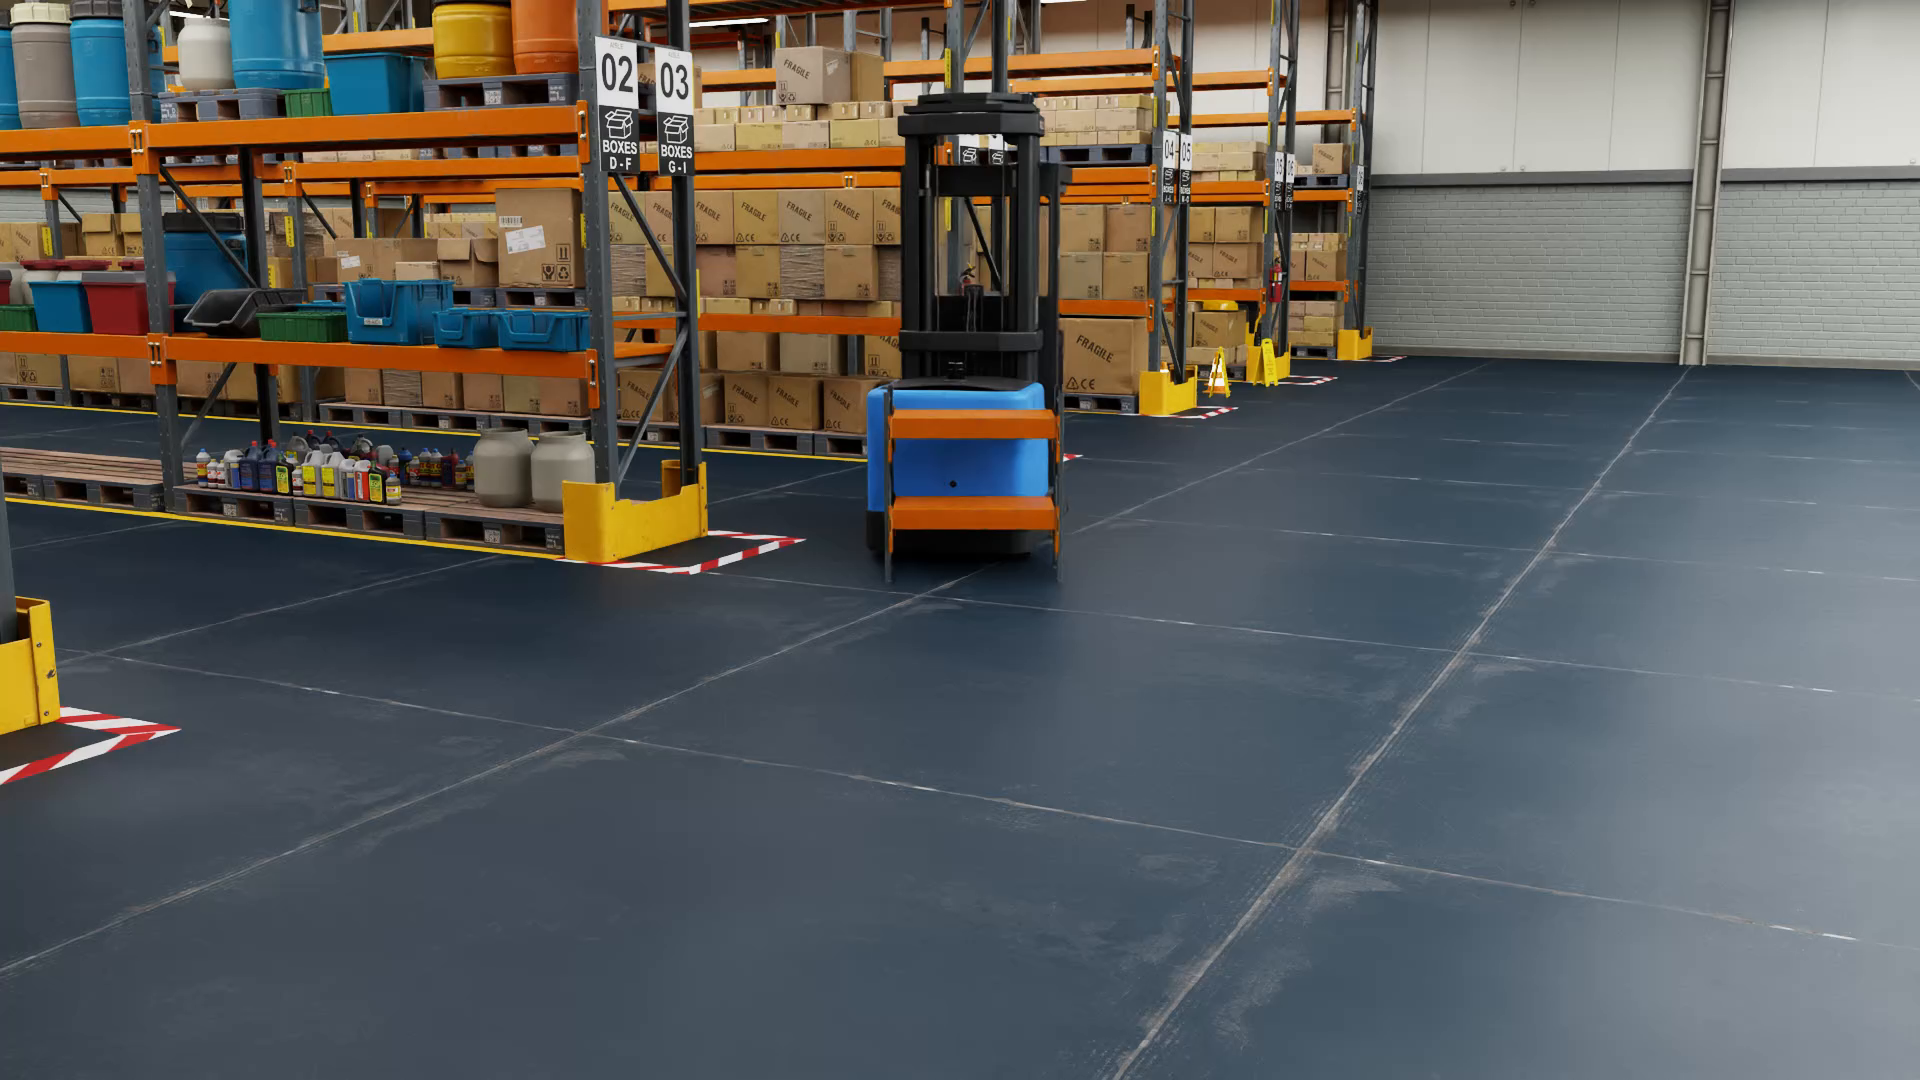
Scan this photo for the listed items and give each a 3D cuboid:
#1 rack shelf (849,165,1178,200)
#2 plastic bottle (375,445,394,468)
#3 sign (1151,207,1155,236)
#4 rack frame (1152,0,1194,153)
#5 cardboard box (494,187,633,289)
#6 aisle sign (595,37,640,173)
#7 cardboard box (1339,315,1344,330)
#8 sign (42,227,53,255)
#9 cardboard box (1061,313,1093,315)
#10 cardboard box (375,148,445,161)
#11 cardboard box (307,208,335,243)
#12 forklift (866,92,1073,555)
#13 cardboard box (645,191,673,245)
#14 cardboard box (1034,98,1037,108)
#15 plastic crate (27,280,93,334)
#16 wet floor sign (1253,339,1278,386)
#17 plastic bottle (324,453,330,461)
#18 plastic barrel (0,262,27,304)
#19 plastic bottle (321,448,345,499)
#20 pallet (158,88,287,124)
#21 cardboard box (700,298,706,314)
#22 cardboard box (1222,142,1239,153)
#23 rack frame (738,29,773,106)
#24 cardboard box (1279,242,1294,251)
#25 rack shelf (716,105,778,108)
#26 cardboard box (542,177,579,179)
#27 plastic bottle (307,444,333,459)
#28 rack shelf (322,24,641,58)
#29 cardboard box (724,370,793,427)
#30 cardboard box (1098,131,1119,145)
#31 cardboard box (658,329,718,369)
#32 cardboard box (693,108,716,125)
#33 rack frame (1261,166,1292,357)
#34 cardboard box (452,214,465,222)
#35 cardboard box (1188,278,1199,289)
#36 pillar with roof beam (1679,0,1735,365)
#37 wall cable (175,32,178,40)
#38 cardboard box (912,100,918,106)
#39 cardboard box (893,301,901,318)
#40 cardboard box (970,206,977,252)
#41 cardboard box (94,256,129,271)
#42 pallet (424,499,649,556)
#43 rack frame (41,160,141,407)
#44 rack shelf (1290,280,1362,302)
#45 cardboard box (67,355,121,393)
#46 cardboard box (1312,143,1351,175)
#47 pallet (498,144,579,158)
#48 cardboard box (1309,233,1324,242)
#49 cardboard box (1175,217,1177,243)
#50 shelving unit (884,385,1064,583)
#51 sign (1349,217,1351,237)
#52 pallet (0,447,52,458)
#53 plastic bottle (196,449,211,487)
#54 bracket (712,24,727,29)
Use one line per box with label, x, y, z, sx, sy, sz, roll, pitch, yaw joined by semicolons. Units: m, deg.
rack shelf;0.652;-4.291;20.112;4.000;0.370;1.077;5;11;26
plastic bottle;-4.308;-0.568;12.361;0.135;0.276;0.152;5;12;27
sign;2.193;-3.612;18.847;0.005;0.325;0.100;5;11;26
rack frame;2.445;-5.963;18.910;0.127;3.000;1.000;5;11;26
cardboard box;-4.078;-3.129;17.232;1.000;1.000;1.000;5;11;26
aisle sign;-2.099;-2.662;10.216;0.004;0.787;0.394;5;11;26
cardboard box;6.408;-3.772;28.789;0.500;0.250;0.500;5;12;27
sign;-10.846;-3.549;19.762;0.005;0.325;0.100;5;11;26
cardboard box;1.853;-3.217;25.021;0.500;0.500;0.500;6;12;28
cardboard box;-5.780;-4.102;17.472;0.500;0.250;0.500;5;12;27
cardboard box;-9.323;-4.678;24.731;0.500;0.500;0.500;5;11;24
forklift;0.184;-1.565;11.646;1.130;2.935;3.031;2;10;11
cardboard box;-2.687;-3.114;16.092;0.500;0.500;0.500;5;11;26
cardboard box;0.853;-5.084;19.483;0.250;0.149;0.380;5;11;25
plastic crate;-6.746;-1.780;12.689;0.575;0.384;0.392;5;11;26
wet floor sign;4.242;-2.465;23.039;0.267;0.644;0.232;-10;14;-43
plastic bottle;-4.485;-0.475;11.842;0.135;0.276;0.152;5;11;26
plastic barrel;-7.811;-2.041;13.771;0.421;0.512;0.421;0;10;0
plastic bottle;-4.361;-0.471;11.613;0.185;0.351;0.144;6;12;28
pallet;-4.929;-3.093;12.004;1.003;0.211;1.213;5;11;26
cardboard box;-2.478;-2.272;16.066;0.250;0.149;0.380;5;11;26
cardboard box;3.897;-5.560;23.574;0.250;0.149;0.380;5;12;27
rack frame;-4.024;-8.500;32.929;0.127;3.000;1.000;5;11;26
cardboard box;5.638;-5.020;28.445;0.250;0.149;0.380;5;11;25
rack shelf;-4.423;-6.999;27.776;4.000;0.370;1.077;5;11;26
cardboard box;-5.354;-5.171;22.676;0.500;0.500;0.500;5;11;26
plastic bottle;-4.785;-0.582;12.434;0.135;0.276;0.152;5;11;26
rack shelf;-5.221;-5.101;17.289;4.000;0.370;1.077;5;11;26
cardboard box;-1.978;-1.400;16.385;0.500;0.500;0.500;4;11;21
cardboard box;1.771;-4.611;19.109;0.250;0.149;0.380;5;11;26
cardboard box;-3.437;-2.610;22.368;0.750;0.750;1.050;5;11;27
cardboard box;-2.330;-3.983;15.696;0.250;0.149;0.380;5;11;25
rack frame;4.545;-3.810;23.856;0.127;3.000;1.000;5;11;26
cardboard box;-8.915;-5.793;29.904;0.250;0.149;0.380;5;11;24
cardboard box;3.374;-3.723;24.081;0.250;0.149;0.380;5;12;27
pillar with roof beam;9.988;-6.593;22.391;0.400;9.000;9.100;5;11;26
wall cable;-15.030;-8.426;32.516;0.029;3.000;0.463;5;11;26
cardboard box;-0.227;-3.797;14.667;0.250;0.149;0.380;5;11;26
cardboard box;-0.411;-2.112;15.185;0.250;0.149;0.380;5;11;26
cardboard box;0.142;-3.808;20.392;0.550;0.550;0.875;5;11;26
cardboard box;-9.848;-3.106;19.688;0.500;0.500;0.500;5;11;26
pallet;-2.847;-0.127;11.339;1.213;0.211;1.003;5;11;26
rack frame;-10.602;-3.172;20.336;0.127;3.000;1.000;5;11;26
rack shelf;4.944;-4.406;29.173;4.000;0.370;1.077;5;11;26
cardboard box;-10.019;-2.286;20.227;0.875;0.875;1.225;5;11;26
cardboard box;6.233;-6.380;27.893;0.500;0.500;0.500;5;12;28
pallet;-3.934;-3.991;16.965;1.003;0.211;1.213;5;11;26
cardboard box;6.088;-5.126;28.195;0.250;0.149;0.380;5;11;26
cardboard box;3.037;-4.567;24.120;0.500;0.500;0.700;5;11;25
shelving unit;0.082;-0.347;9.990;1.048;1.125;0.538;0;10;0
sign;6.485;-5.203;27.641;0.005;0.325;0.100;5;11;26
pallet;-8.528;-0.627;14.101;1.213;0.211;1.003;5;11;26
plastic bottle;-5.527;-0.530;12.160;0.097;0.271;0.097;0;10;0
bracket;-4.779;-10.446;33.574;0.430;0.232;0.235;5;11;26
